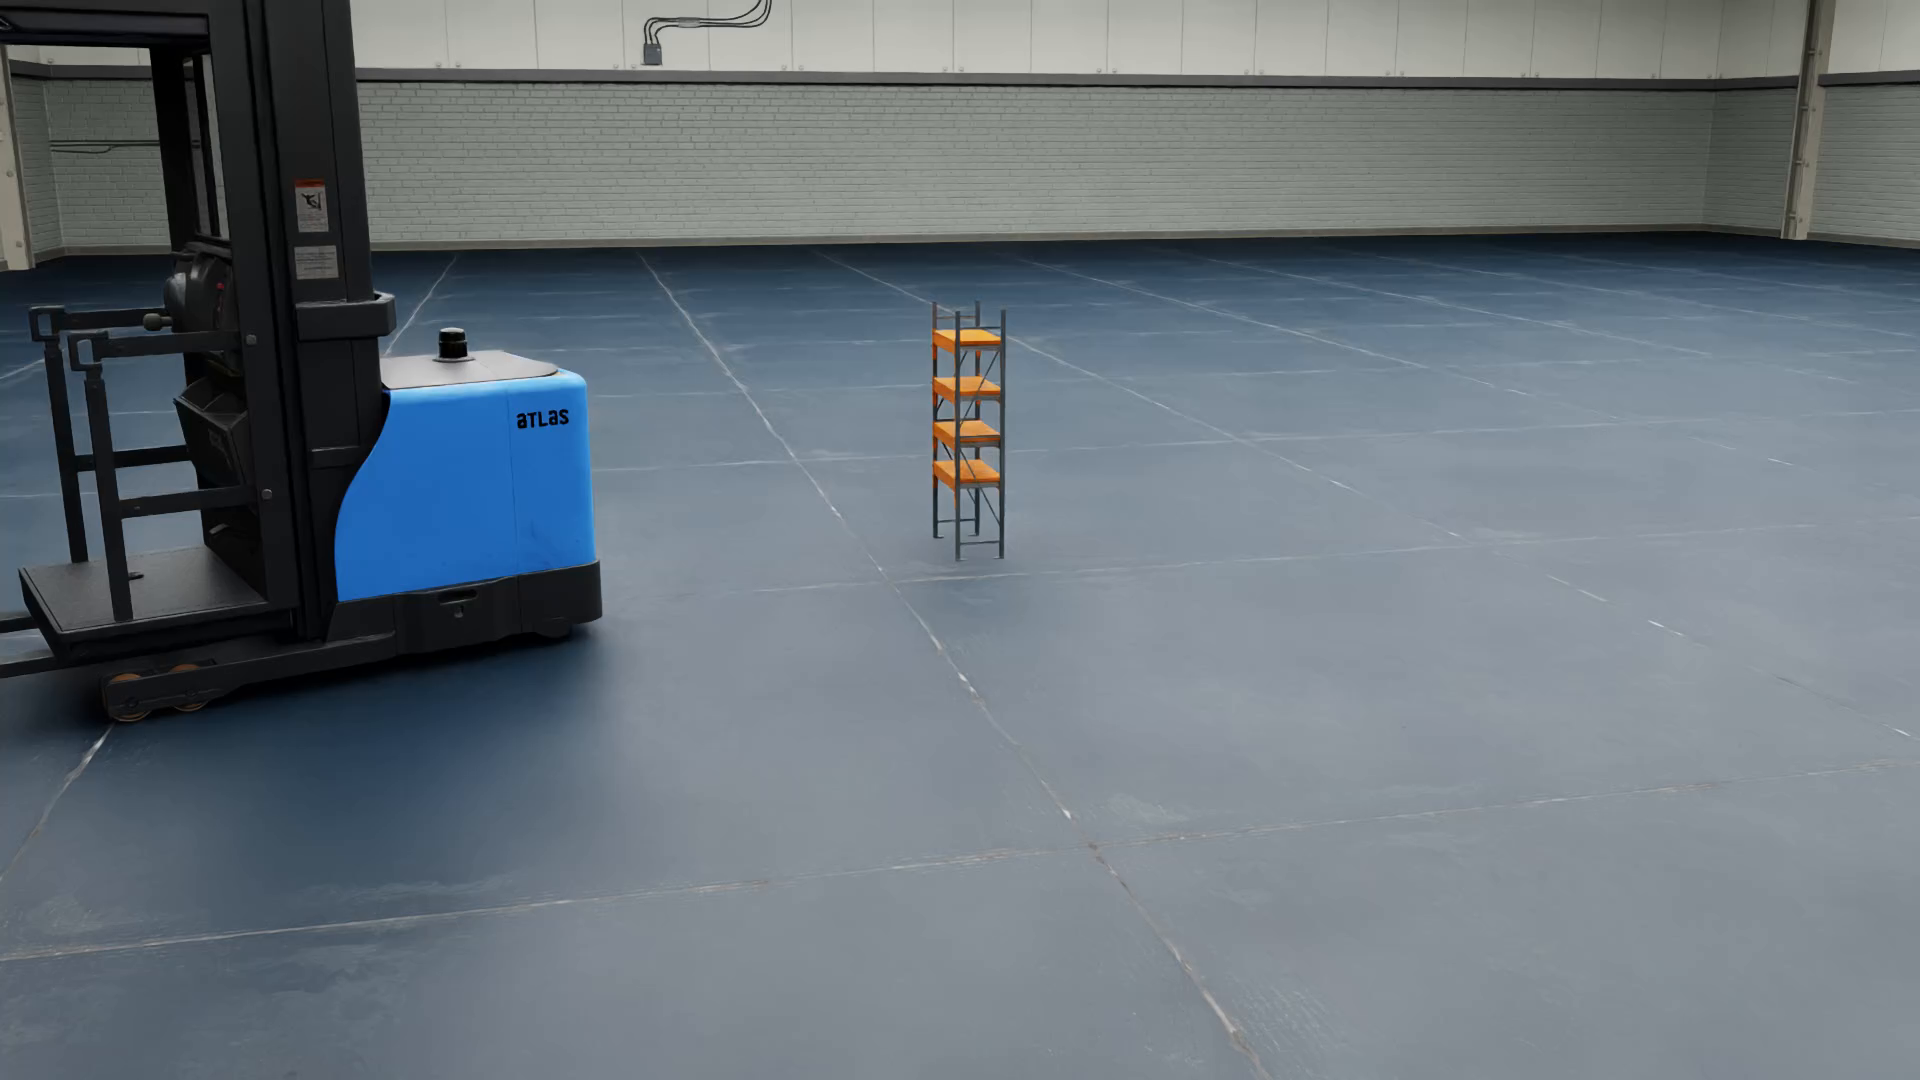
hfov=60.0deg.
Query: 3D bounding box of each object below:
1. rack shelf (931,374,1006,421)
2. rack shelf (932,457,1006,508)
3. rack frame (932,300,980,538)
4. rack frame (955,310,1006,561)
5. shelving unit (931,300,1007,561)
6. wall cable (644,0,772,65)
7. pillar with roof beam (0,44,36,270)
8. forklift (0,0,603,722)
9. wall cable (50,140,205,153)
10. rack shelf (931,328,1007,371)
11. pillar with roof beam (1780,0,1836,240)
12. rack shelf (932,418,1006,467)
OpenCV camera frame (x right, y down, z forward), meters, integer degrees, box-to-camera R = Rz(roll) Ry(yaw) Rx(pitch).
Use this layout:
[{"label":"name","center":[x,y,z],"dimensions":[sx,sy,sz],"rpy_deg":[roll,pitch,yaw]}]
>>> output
[{"label":"rack shelf","center":[0.039,-0.697,8.091],"dimensions":[0.258,0.148,0.480],"rpy_deg":[-3,14,-13]},{"label":"rack shelf","center":[0.039,-0.286,8.191],"dimensions":[0.258,0.148,0.480],"rpy_deg":[-3,14,-13]},{"label":"rack frame","center":[-0.018,-0.601,8.359],"dimensions":[0.240,1.200,0.015],"rpy_deg":[-3,14,-13]},{"label":"rack frame","center":[0.096,-0.488,7.898],"dimensions":[0.240,1.200,0.015],"rpy_deg":[-3,14,-13]},{"label":"shelving unit","center":[0.039,-0.545,8.128],"dimensions":[0.258,1.200,0.503],"rpy_deg":[-3,14,-13]},{"label":"wall cable","center":[-4.481,-11.433,29.097],"dimensions":[2.305,6.003,0.169],"rpy_deg":[-3,14,-13]},{"label":"pillar with roof beam","center":[-10.122,-8.742,25.249],"dimensions":[9.100,9.000,0.400],"rpy_deg":[-3,14,-13]},{"label":"forklift","center":[-2.971,-0.929,6.053],"dimensions":[3.031,2.935,1.130],"rpy_deg":[-9,17,-34]},{"label":"wall cable","center":[-13.713,-7.747,27.718],"dimensions":[3.097,2.526,0.112],"rpy_deg":[-3,14,-13]},{"label":"rack shelf","center":[0.039,-0.926,8.035],"dimensions":[0.258,0.148,0.480],"rpy_deg":[-3,14,-13]},{"label":"pillar with roof beam","center":[12.128,-10.018,30.471],"dimensions":[9.100,9.000,0.400],"rpy_deg":[-3,14,-13]},{"label":"rack shelf","center":[0.039,-0.479,8.144],"dimensions":[0.258,0.148,0.480],"rpy_deg":[-3,14,-13]}]
